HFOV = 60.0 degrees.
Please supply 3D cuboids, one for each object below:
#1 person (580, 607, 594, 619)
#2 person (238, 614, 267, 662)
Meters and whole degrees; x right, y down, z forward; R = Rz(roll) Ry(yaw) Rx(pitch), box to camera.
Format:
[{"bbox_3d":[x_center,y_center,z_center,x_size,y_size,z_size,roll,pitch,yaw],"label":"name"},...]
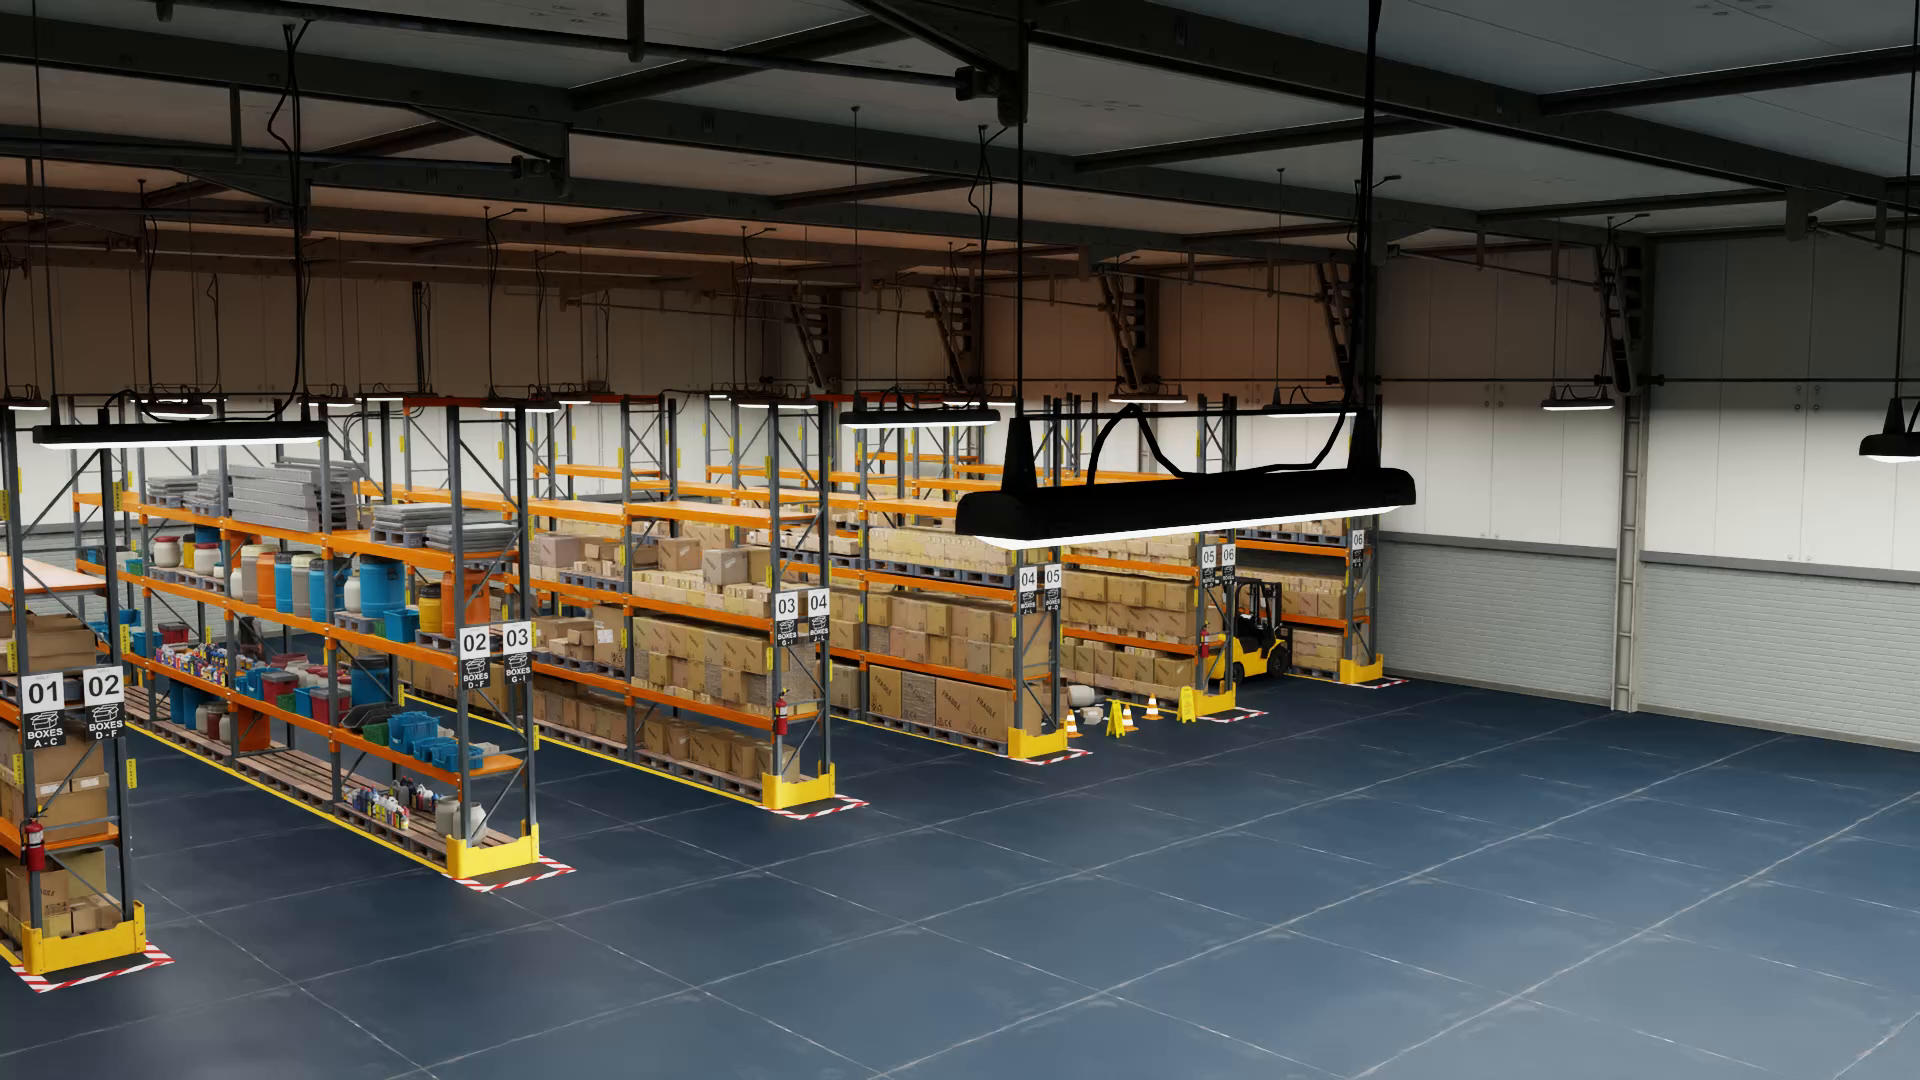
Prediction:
[{"bbox_3d":[-9.508,1.342,42.608,0.591,1.750,0.788,1,6,13],"label":"person"},{"bbox_3d":[-14.517,2.173,34.051,0.554,1.708,0.467,0,6,2],"label":"person"}]
